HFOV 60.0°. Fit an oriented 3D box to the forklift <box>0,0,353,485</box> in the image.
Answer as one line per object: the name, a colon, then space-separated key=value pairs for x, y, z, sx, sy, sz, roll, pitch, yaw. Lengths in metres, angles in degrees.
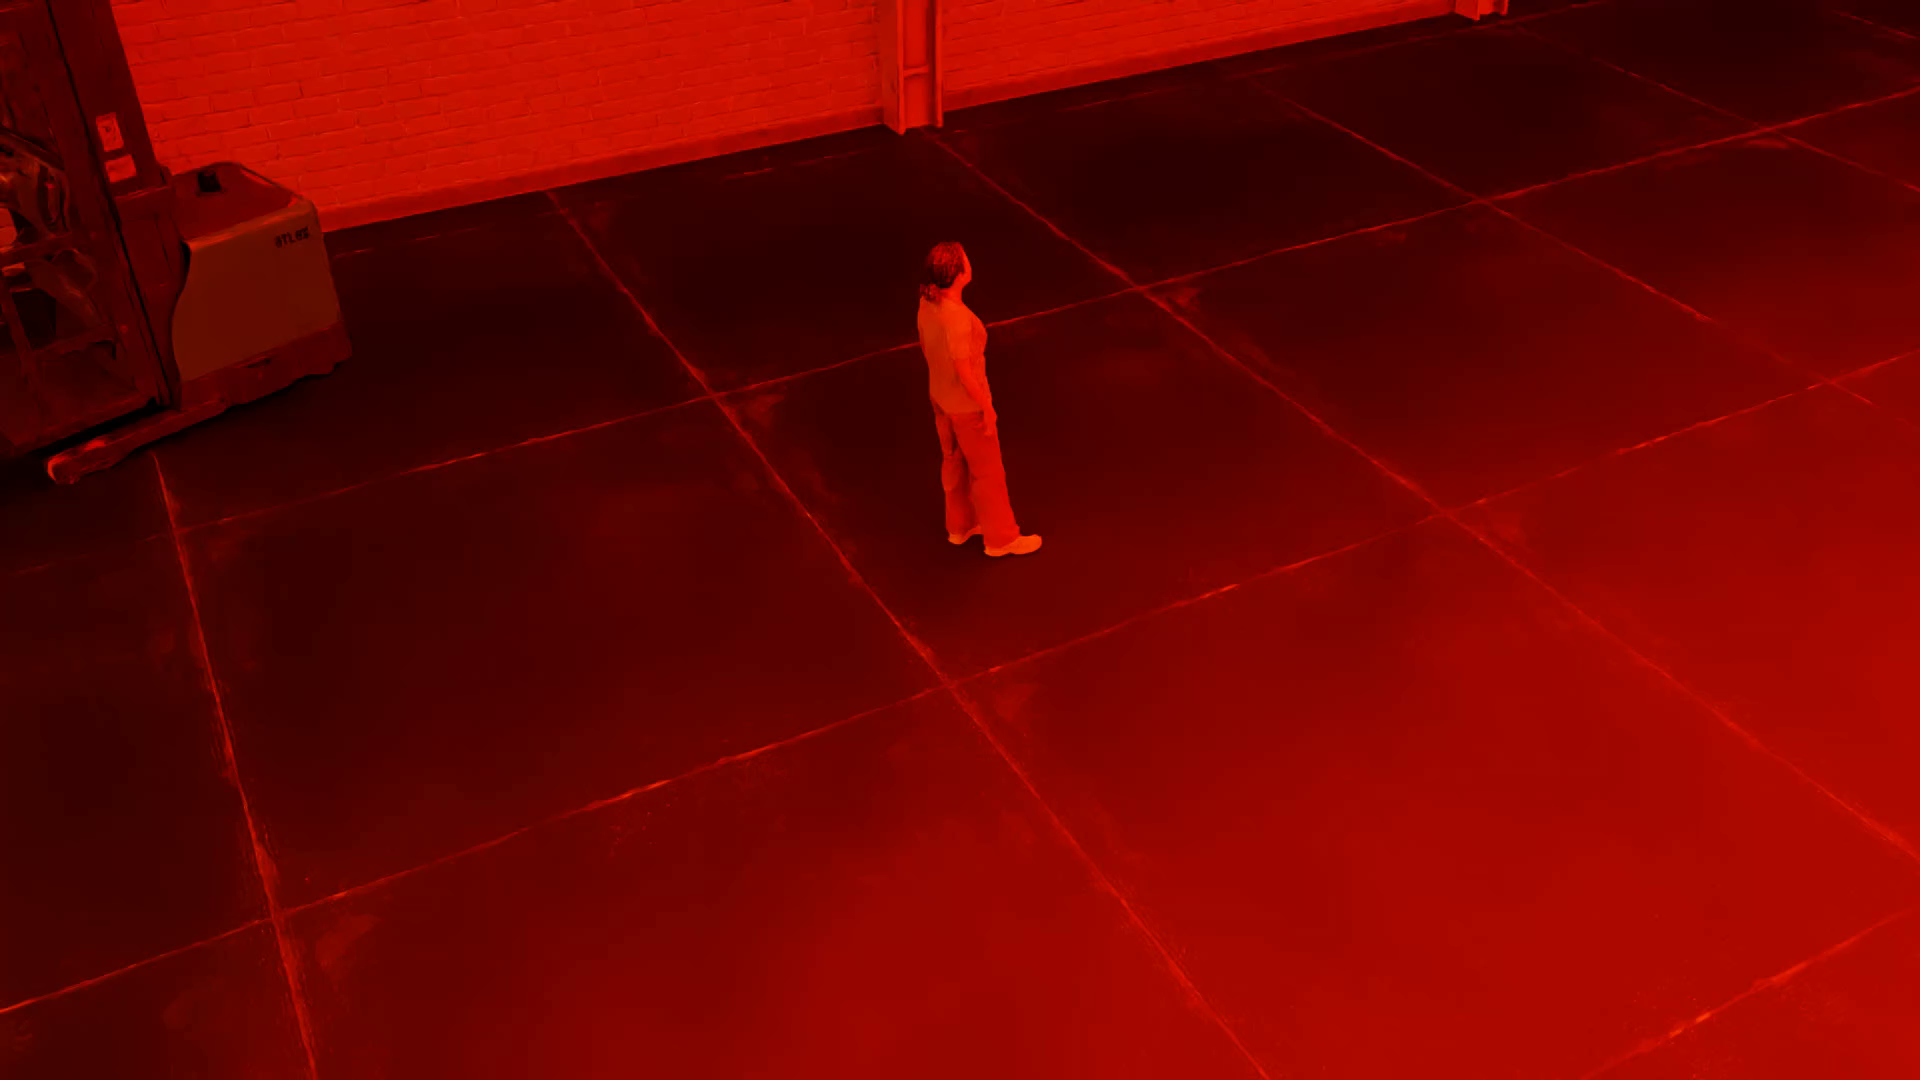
forklift: x=-5.064 y=-1.828 z=8.709 sx=1.130 sy=2.935 sz=3.031 roll=27 pitch=44 yaw=33

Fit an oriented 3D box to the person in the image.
person: x=0.070 y=-0.700 z=8.198 sx=0.548 sy=1.663 sz=0.554 roll=-17 pitch=39 yaw=-23
